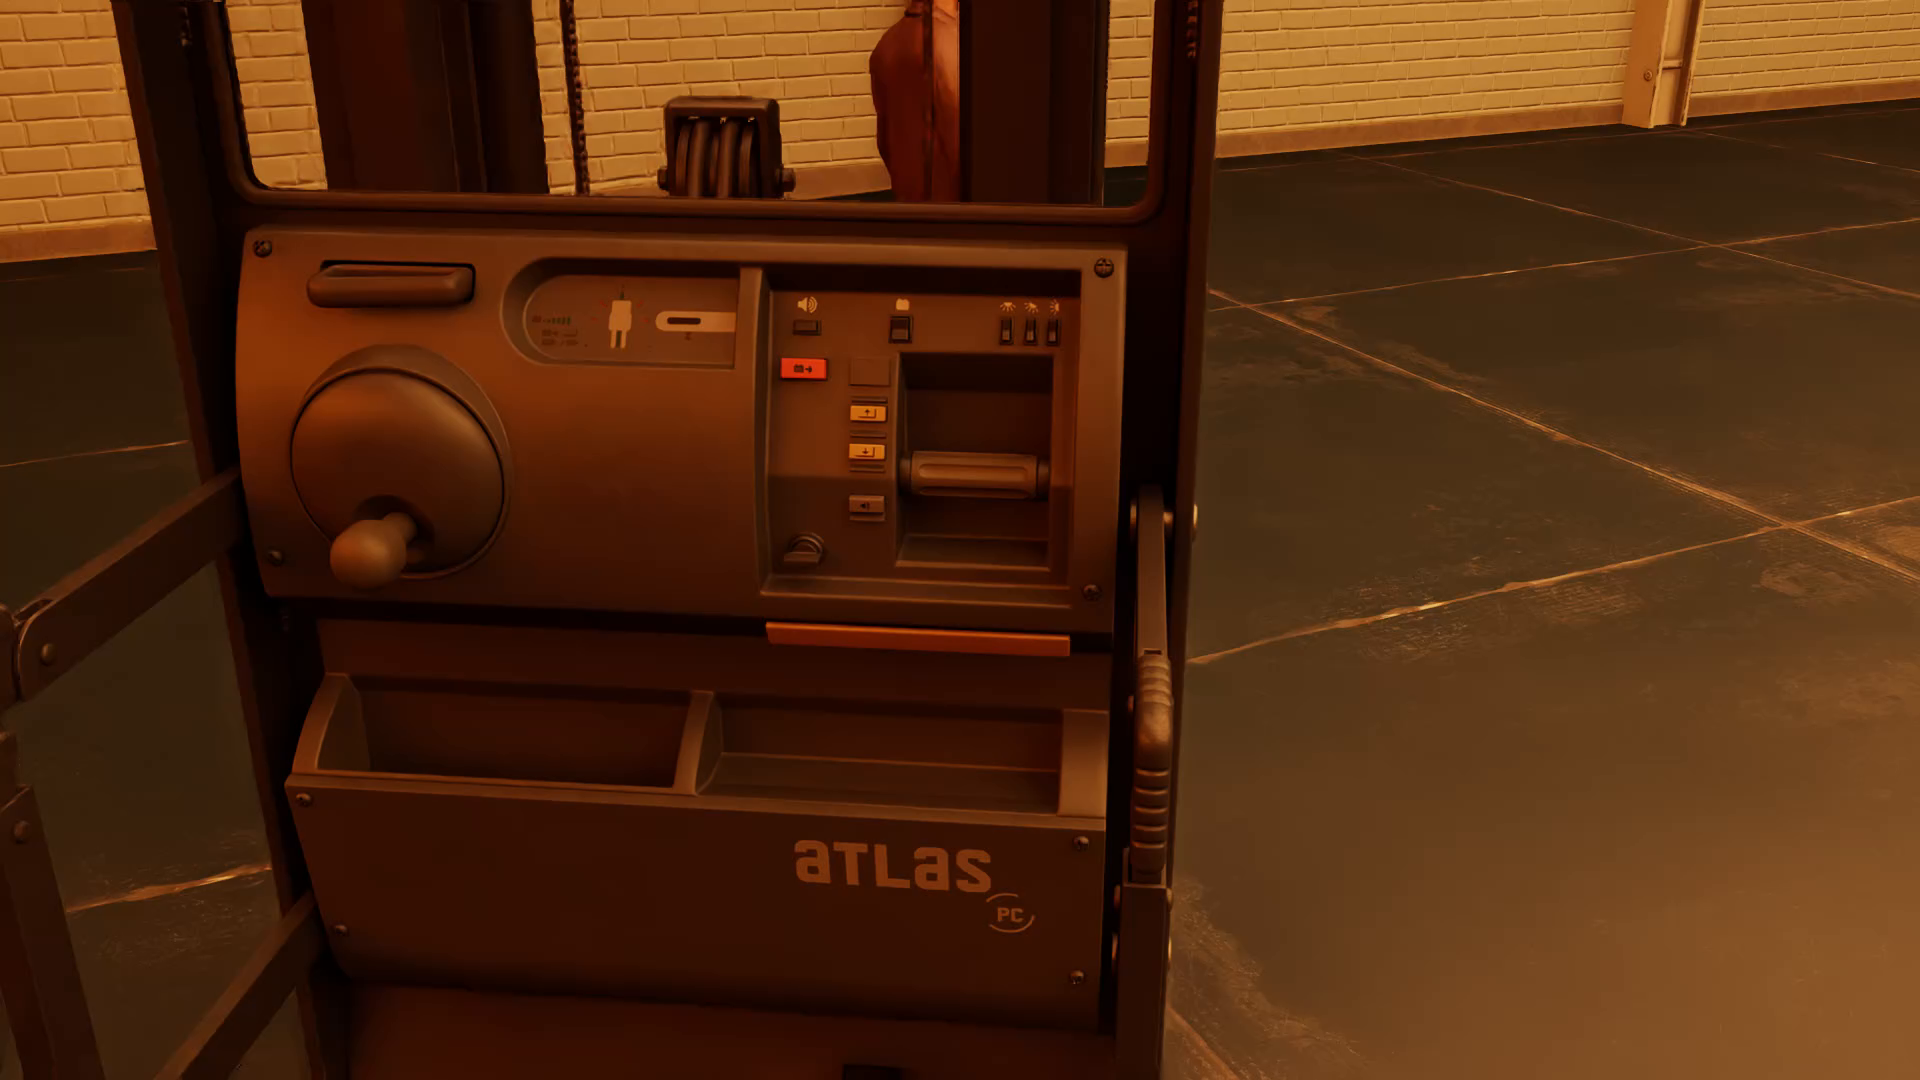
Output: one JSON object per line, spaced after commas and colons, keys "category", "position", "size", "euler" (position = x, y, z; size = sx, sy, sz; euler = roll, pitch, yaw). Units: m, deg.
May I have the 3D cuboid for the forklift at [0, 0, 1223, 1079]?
{"category": "forklift", "position": [-0.317, -0.102, 1.531], "size": [1.130, 2.935, 3.031], "euler": [2, 23, 5]}

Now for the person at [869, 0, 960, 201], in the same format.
{"category": "person", "position": [0.085, -0.841, 4.796], "size": [0.579, 1.778, 0.696], "euler": [-10, 25, -23]}
